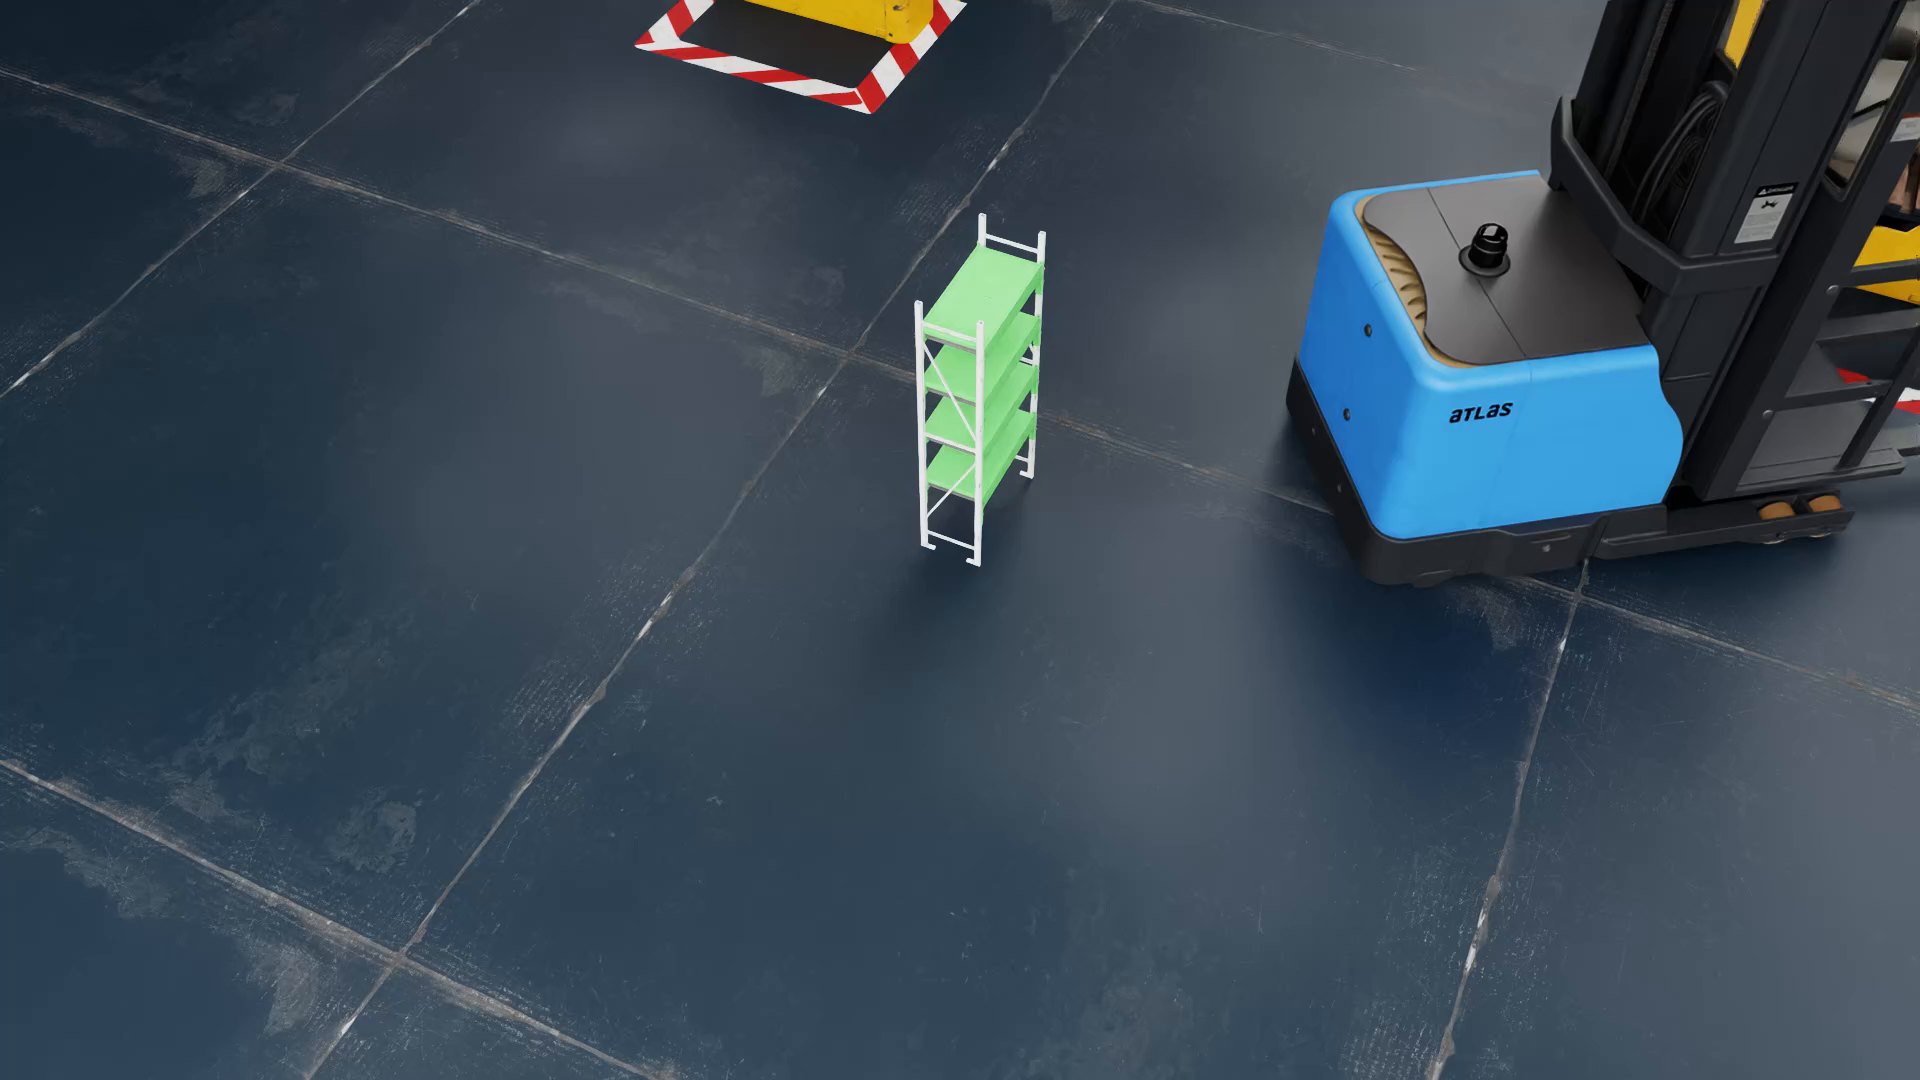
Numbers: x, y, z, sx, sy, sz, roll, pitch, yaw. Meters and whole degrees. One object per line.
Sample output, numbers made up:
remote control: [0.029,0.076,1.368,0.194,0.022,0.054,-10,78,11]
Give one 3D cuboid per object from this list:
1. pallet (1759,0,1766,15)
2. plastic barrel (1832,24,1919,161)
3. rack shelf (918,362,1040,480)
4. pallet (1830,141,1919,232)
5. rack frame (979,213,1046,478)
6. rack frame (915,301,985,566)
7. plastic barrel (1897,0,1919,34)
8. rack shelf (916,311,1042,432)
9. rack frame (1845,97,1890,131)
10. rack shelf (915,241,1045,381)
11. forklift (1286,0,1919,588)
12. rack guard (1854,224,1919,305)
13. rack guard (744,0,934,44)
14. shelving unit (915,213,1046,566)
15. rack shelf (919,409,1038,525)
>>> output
pallet: [4.635,-2.723,8.428,1.003,0.211,1.213,20,52,16]
plastic barrel: [3.983,-1.972,7.316,0.421,0.512,0.421,0,50,0]
rack shelf: [0.071,-0.461,5.939,0.258,0.148,0.480,20,52,16]
pallet: [4.113,-1.886,7.716,1.003,0.211,1.213,20,52,16]
rack frame: [0.175,-0.671,6.033,0.240,1.200,0.015,20,52,16]
rack frame: [-0.034,-0.335,5.747,0.240,1.200,0.015,20,52,16]
plastic barrel: [4.197,-2.317,7.610,0.421,0.512,0.421,0,50,0]
rack shelf: [0.071,-0.617,5.756,0.258,0.148,0.480,20,52,16]
rack frame: [3.771,-2.164,6.122,1.000,3.000,0.127,20,52,16]
rack shelf: [0.071,-0.772,5.573,0.258,0.148,0.480,20,52,16]
forklift: [2.863,-1.325,5.453,3.031,2.935,1.130,-8,50,-7]
rack guard: [3.761,-1.422,7.131,1.175,0.500,0.348,20,52,16]
rack guard: [-0.716,-2.952,8.433,1.175,0.500,0.348,20,52,16]
shelving unit: [0.071,-0.503,5.890,0.258,1.200,0.503,20,52,16]
rack shelf: [0.071,-0.306,6.121,0.258,0.148,0.480,20,52,16]
